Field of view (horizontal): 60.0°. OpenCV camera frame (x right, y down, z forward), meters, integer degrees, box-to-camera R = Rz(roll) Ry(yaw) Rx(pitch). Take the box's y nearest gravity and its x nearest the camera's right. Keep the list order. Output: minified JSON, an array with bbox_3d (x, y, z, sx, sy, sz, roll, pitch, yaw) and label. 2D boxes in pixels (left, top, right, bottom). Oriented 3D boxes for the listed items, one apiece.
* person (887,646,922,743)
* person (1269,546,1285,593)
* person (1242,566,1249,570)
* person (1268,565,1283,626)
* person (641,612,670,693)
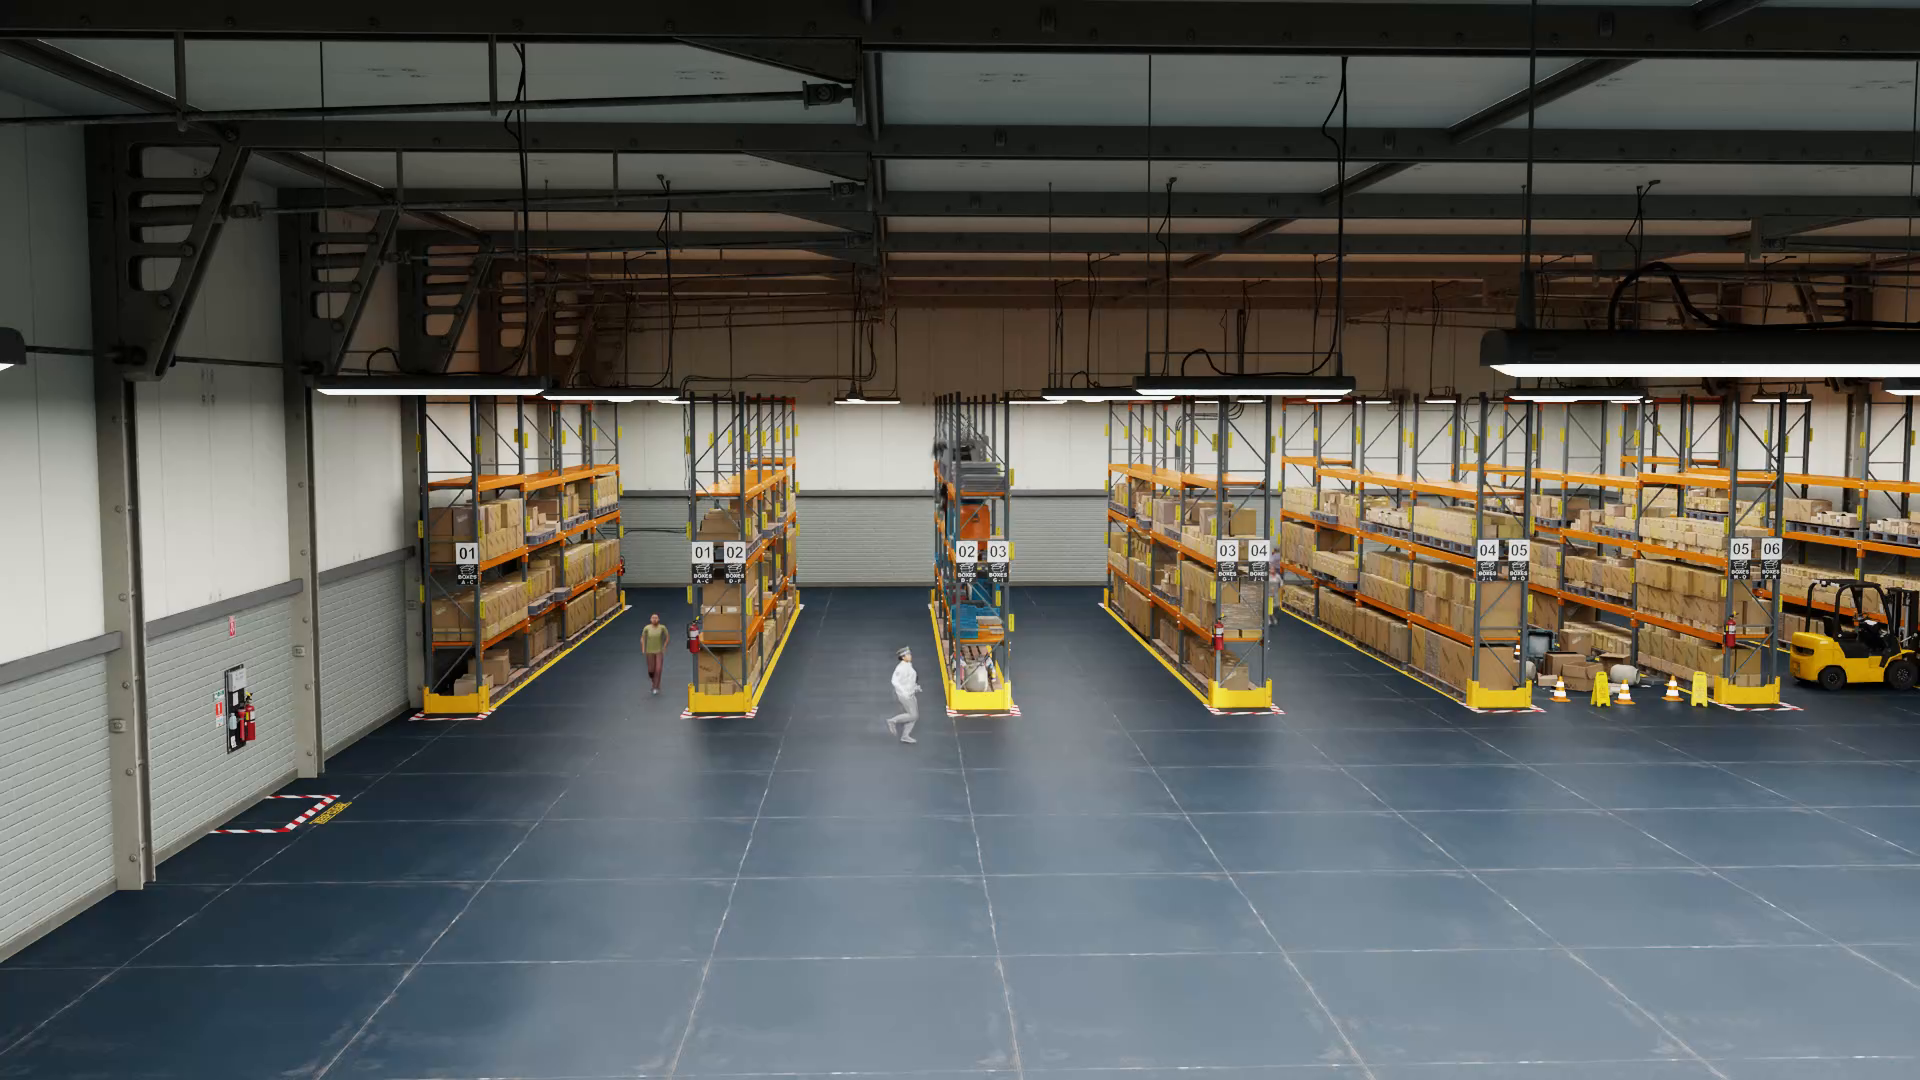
[{"bbox_3d":[-0.943,2.632,28.391,0.554,1.656,0.617,1,5,18],"label":"person"},{"bbox_3d":[9.242,0.987,48.938,0.833,1.627,0.701,-1,5,-7],"label":"person"},{"bbox_3d":[7.868,1.069,47.635,0.858,1.652,0.612,2,5,20],"label":"person"},{"bbox_3d":[8.186,1.455,43.408,0.549,1.605,0.658,0,5,0],"label":"person"},{"bbox_3d":[-6.120,2.243,33.436,0.569,1.621,0.622,-1,5,-9],"label":"person"}]
